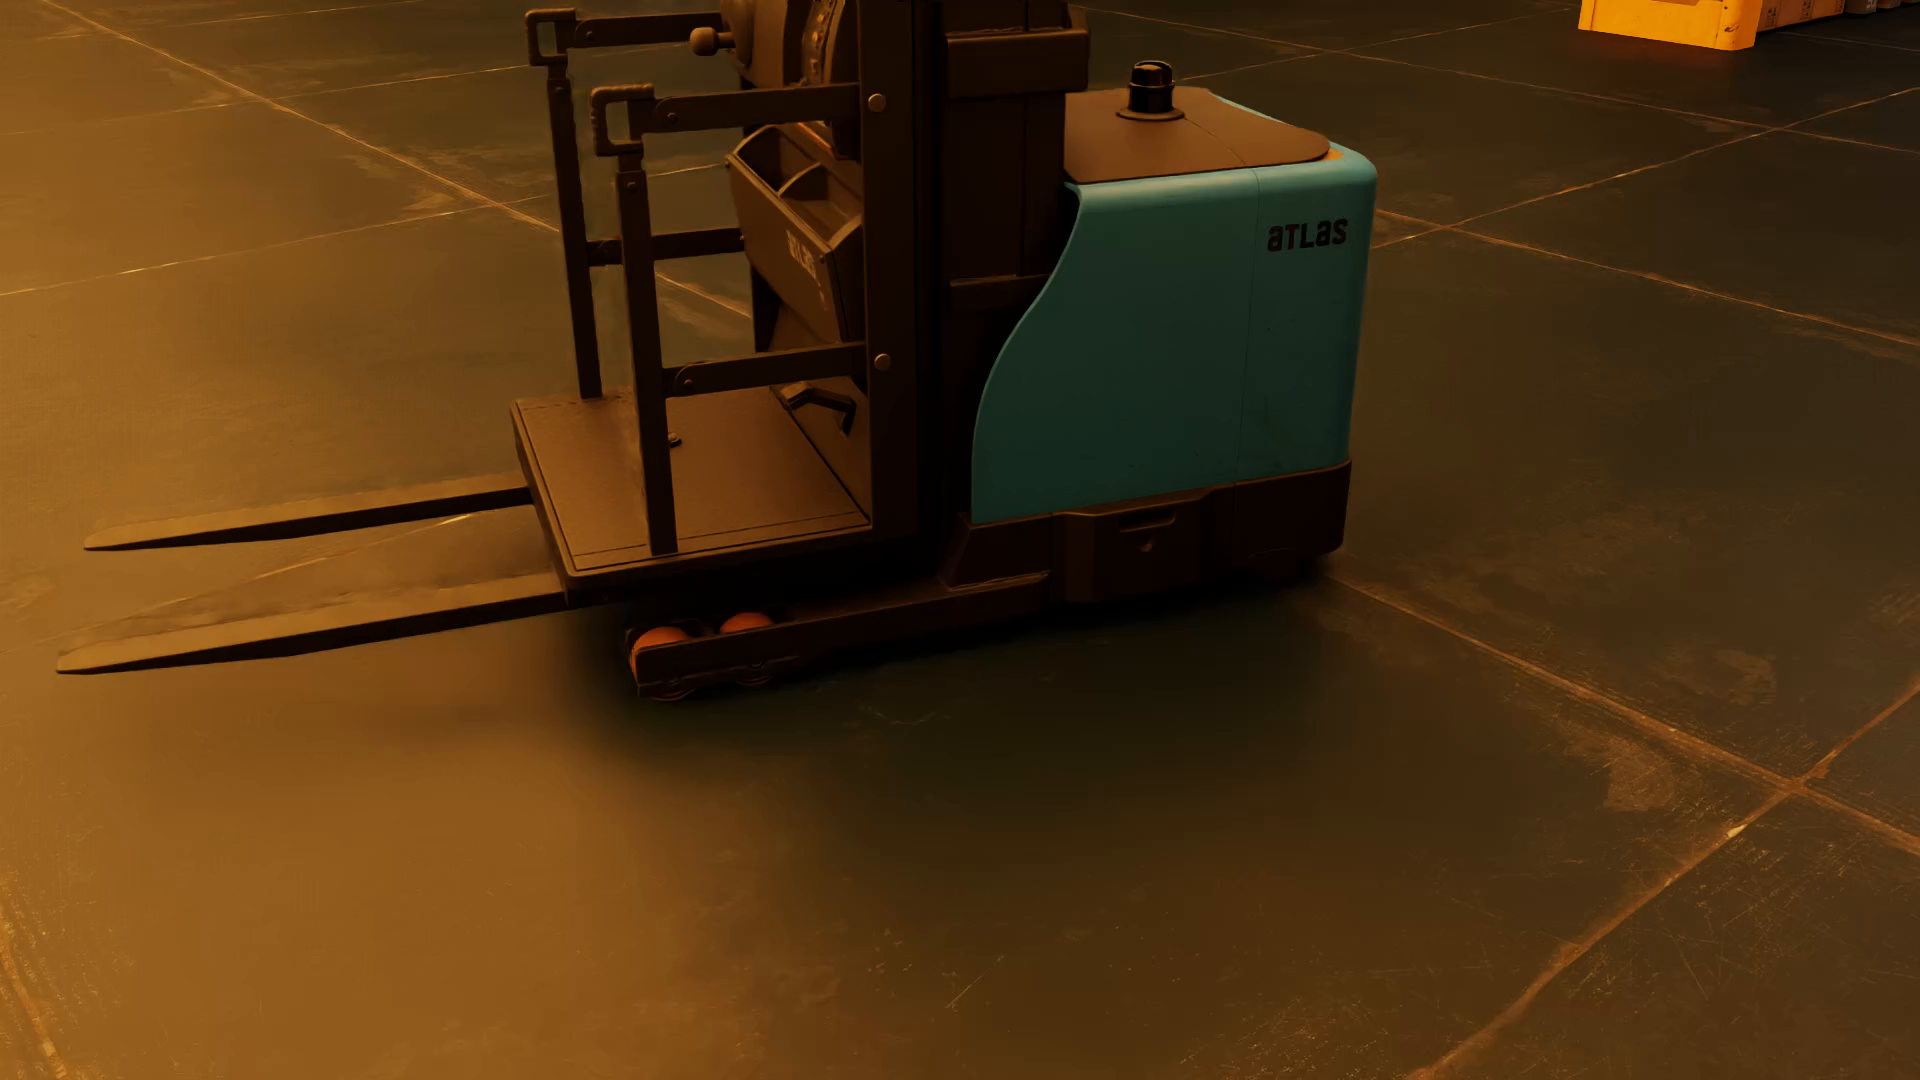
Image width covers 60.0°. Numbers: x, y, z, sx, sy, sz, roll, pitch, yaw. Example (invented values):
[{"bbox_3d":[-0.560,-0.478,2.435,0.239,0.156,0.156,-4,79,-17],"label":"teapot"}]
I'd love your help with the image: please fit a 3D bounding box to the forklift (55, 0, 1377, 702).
[{"bbox_3d":[-0.573,-1.212,3.647,3.031,2.935,1.130,-9,28,-18],"label":"forklift"}]
